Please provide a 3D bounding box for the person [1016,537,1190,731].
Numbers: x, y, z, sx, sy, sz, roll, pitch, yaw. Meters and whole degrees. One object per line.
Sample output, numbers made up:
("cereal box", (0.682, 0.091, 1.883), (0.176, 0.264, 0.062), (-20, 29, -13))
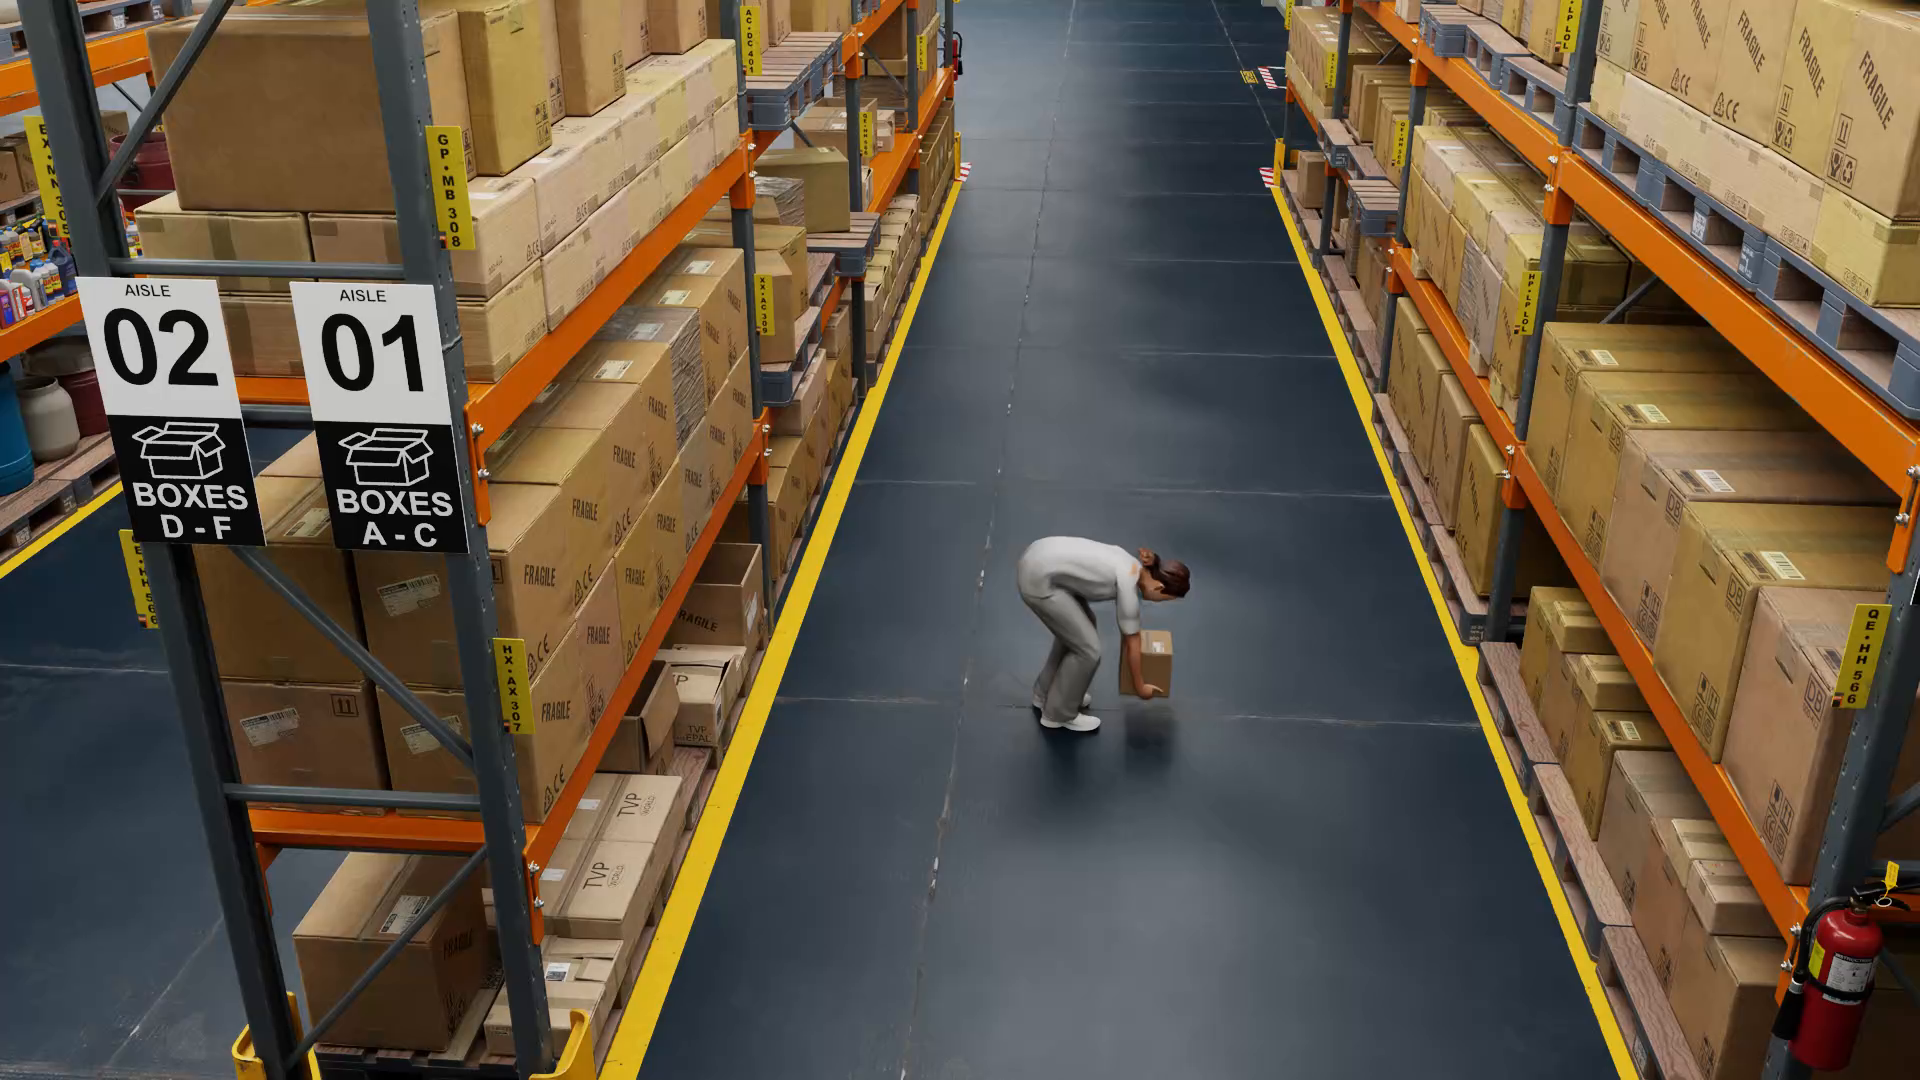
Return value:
("person", (0.711, 0.477, 8.417), (0.865, 0.966, 0.439), (1, 25, 2))
